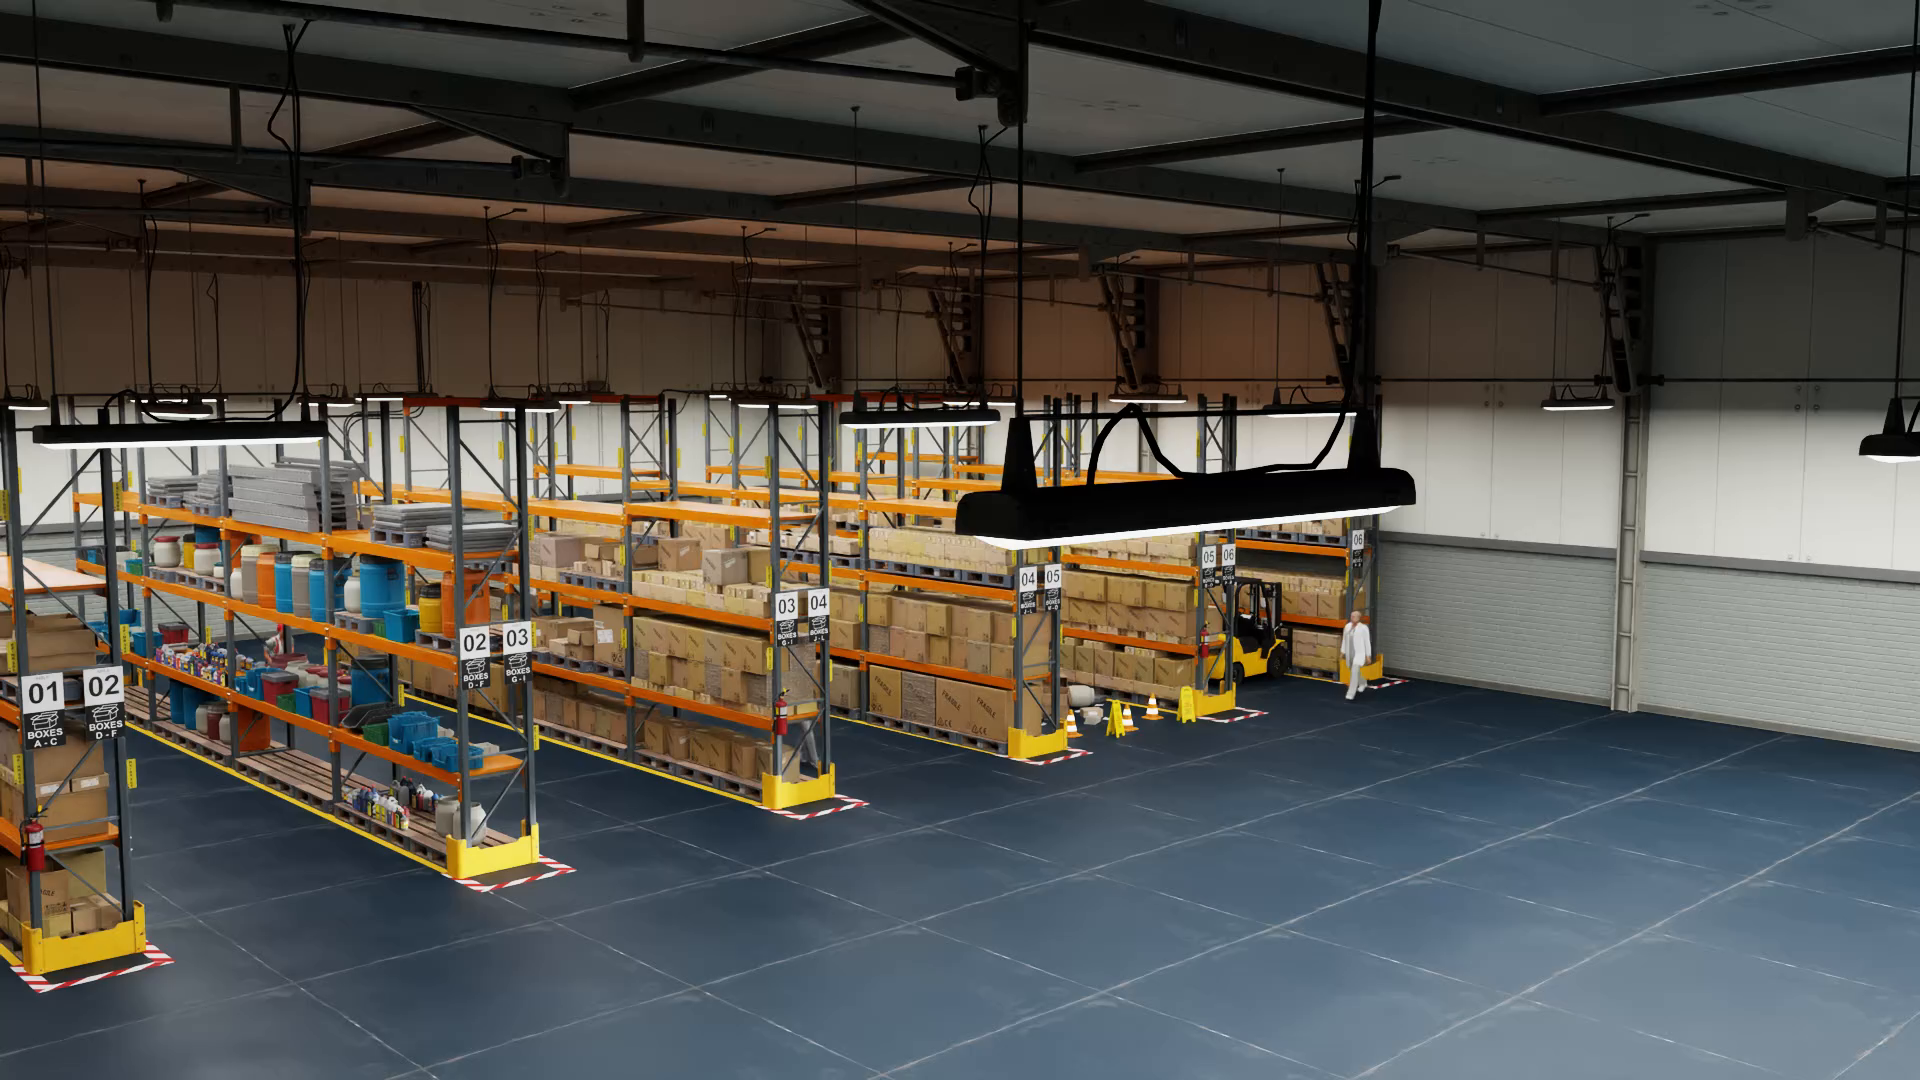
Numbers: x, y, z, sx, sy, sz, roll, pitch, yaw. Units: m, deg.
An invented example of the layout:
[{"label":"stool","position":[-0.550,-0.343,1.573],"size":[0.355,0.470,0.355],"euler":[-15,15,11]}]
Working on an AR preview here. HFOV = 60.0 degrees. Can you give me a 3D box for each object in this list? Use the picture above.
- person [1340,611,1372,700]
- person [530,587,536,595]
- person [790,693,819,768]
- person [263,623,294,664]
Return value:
[{"label":"person","position":[7.886,2.264,33.060],"size":[0.637,1.738,1.099],"euler":[5,7,39]},{"label":"person","position":[-10.550,1.471,40.986],"size":[0.550,1.784,0.615],"euler":[1,6,9]},{"label":"person","position":[-2.477,2.884,27.353],"size":[0.731,1.668,0.477],"euler":[2,6,22]},{"label":"person","position":[-13.099,2.408,31.993],"size":[0.623,1.684,0.631],"euler":[-4,7,-35]}]
